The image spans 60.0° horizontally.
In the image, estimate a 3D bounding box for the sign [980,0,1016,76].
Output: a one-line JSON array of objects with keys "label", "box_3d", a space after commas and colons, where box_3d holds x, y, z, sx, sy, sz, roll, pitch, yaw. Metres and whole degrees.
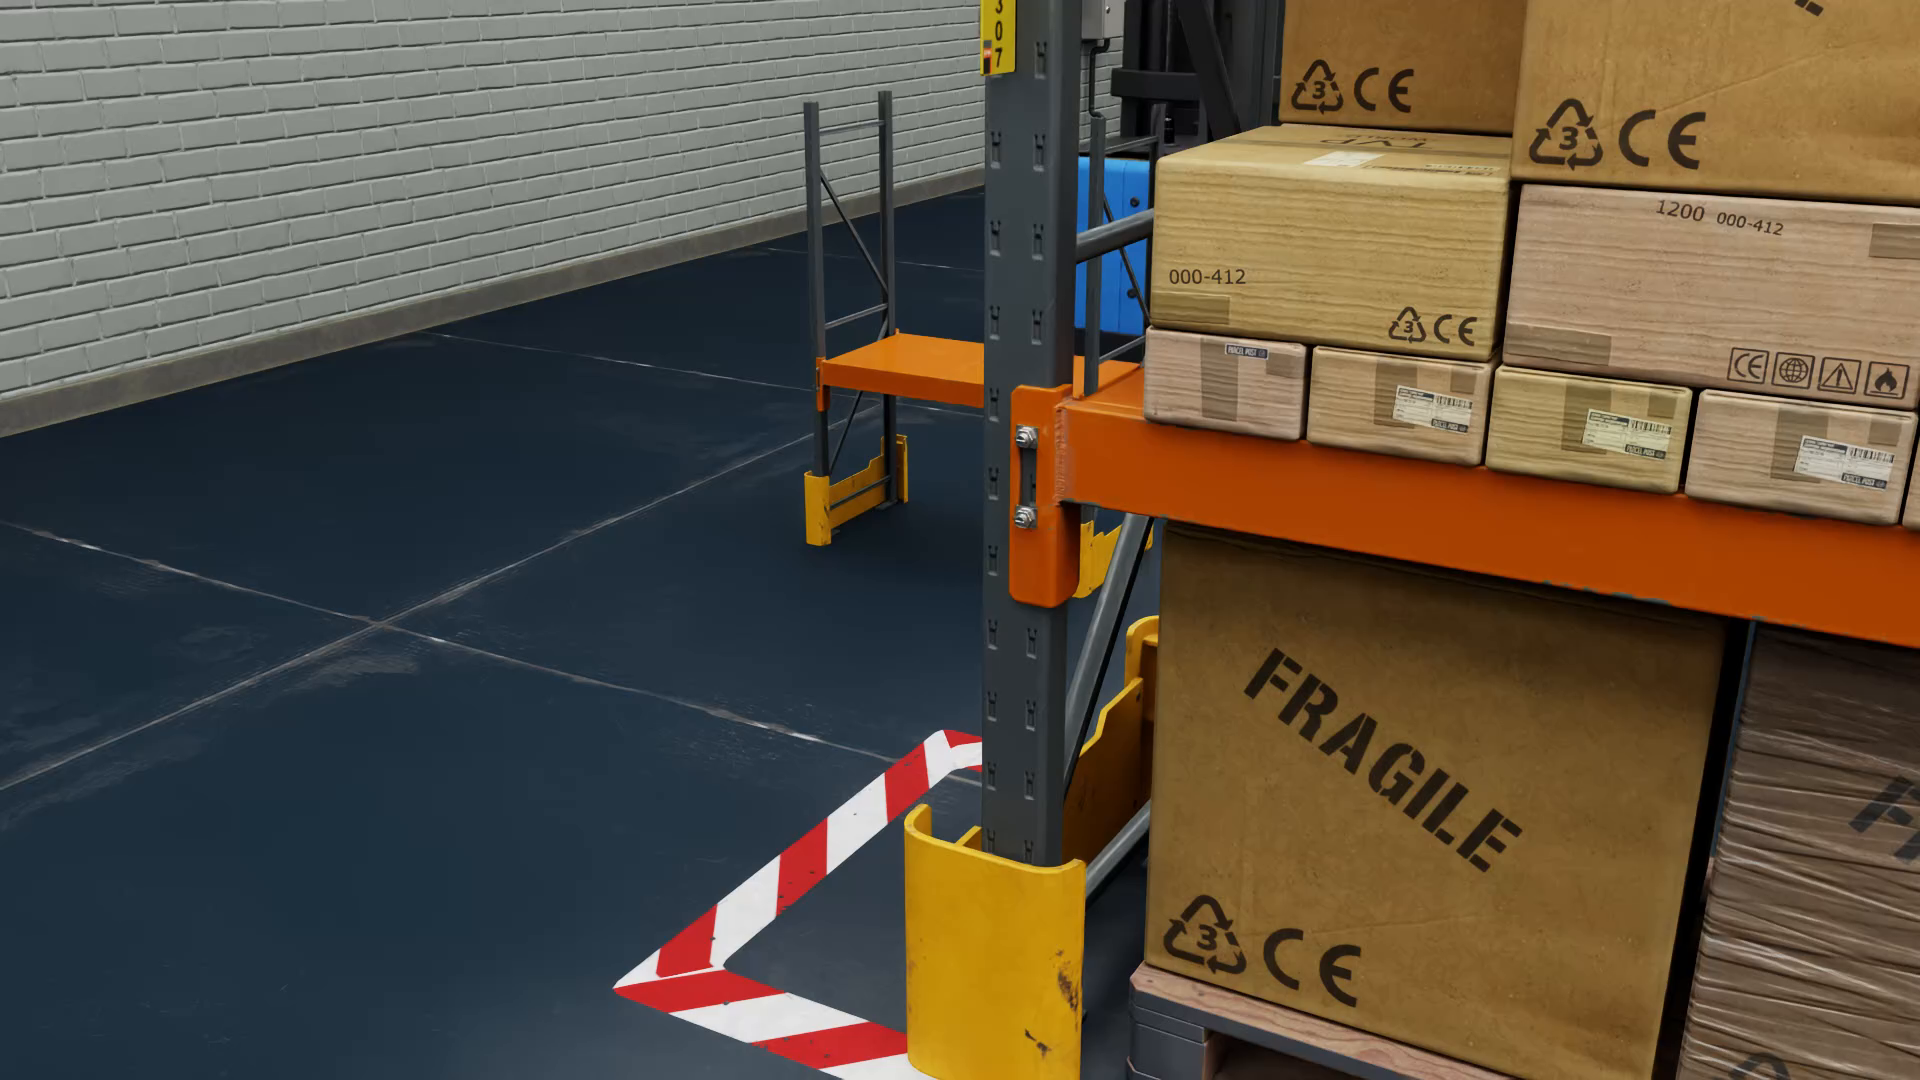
[{"label": "sign", "box_3d": [0.056, -0.844, 2.407, 0.005, 0.325, 0.100, 11, 23, 27]}]

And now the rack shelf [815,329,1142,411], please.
[{"label": "rack shelf", "box_3d": [0.074, -0.522, 5.632, 1.000, 0.185, 0.538, 11, 23, 27]}]

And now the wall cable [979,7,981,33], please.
[{"label": "wall cable", "box_3d": [0.231, -4.937, 13.541, 0.123, 1.953, 0.585, 11, 23, 27]}]

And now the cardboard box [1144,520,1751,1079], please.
[{"label": "cardboard box", "box_3d": [0.930, 0.320, 3.084, 0.875, 0.875, 0.875, 11, 23, 27]}]

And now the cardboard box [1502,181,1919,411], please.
[{"label": "cardboard box", "box_3d": [1.076, -0.389, 2.321, 0.500, 0.250, 0.500, 10, 22, 27]}]

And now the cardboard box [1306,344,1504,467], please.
[{"label": "cardboard box", "box_3d": [0.706, -0.246, 2.514, 0.250, 0.149, 0.380, 10, 22, 27]}]

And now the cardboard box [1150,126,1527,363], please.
[{"label": "cardboard box", "box_3d": [0.619, -0.473, 2.554, 0.500, 0.250, 0.500, 10, 22, 26]}]

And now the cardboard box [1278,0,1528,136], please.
[{"label": "cardboard box", "box_3d": [0.885, -0.983, 2.860, 0.500, 0.500, 0.500, 11, 23, 28]}]

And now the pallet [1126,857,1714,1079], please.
[{"label": "pallet", "box_3d": [1.068, 0.857, 3.194, 1.213, 0.211, 1.003, 11, 23, 27]}]

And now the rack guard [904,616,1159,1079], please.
[{"label": "rack guard", "box_3d": [0.311, 0.607, 3.458, 0.348, 0.500, 1.175, 11, 23, 27]}]

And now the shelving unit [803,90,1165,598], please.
[{"label": "shelving unit", "box_3d": [0.067, -0.692, 5.574, 1.083, 1.500, 0.587, 11, 23, 27]}]

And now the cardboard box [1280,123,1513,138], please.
[{"label": "cardboard box", "box_3d": [0.884, -0.632, 2.992, 0.500, 0.250, 0.500, 10, 22, 26]}]

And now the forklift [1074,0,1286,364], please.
[{"label": "forklift", "box_3d": [1.501, -2.460, 8.348, 1.130, 2.935, 3.031, 12, 23, 29]}]

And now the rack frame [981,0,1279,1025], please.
[{"label": "rack frame", "box_3d": [0.332, -0.564, 3.021, 0.127, 3.000, 1.000, 11, 23, 27]}]

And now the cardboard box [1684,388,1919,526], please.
[{"label": "cardboard box", "box_3d": [1.158, -0.161, 2.278, 0.250, 0.149, 0.380, 10, 22, 26]}]

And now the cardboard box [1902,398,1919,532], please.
[{"label": "cardboard box", "box_3d": [1.379, -0.118, 2.161, 0.250, 0.149, 0.380, 10, 22, 26]}]

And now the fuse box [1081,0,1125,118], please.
[{"label": "fuse box", "box_3d": [1.383, -4.440, 15.597, 0.414, 1.711, 0.539, 11, 23, 27]}]

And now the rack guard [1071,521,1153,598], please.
[{"label": "rack guard", "box_3d": [0.501, -0.022, 5.559, 0.087, 0.250, 0.587, 11, 23, 27]}]

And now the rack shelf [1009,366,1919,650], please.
[{"label": "rack shelf", "box_3d": [2.078, 0.107, 2.227, 4.000, 0.370, 1.077, 11, 23, 27]}]

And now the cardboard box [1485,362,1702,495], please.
[{"label": "cardboard box", "box_3d": [0.929, -0.204, 2.397, 0.250, 0.149, 0.380, 10, 22, 26]}]

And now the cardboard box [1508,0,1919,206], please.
[{"label": "cardboard box", "box_3d": [1.056, -0.742, 2.197, 0.500, 0.500, 0.500, 10, 22, 26]}]

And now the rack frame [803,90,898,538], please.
[{"label": "rack frame", "box_3d": [-0.369, -0.775, 5.803, 0.032, 1.500, 0.500, 11, 23, 27]}]

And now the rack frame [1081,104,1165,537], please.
[{"label": "rack frame", "box_3d": [0.518, -0.606, 5.337, 0.032, 1.500, 0.500, 11, 23, 27]}]

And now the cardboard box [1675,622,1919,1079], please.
[{"label": "cardboard box", "box_3d": [1.724, 0.471, 2.667, 0.875, 0.875, 0.875, 11, 23, 27]}]

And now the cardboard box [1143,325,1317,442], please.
[{"label": "cardboard box", "box_3d": [0.481, -0.289, 2.630, 0.250, 0.149, 0.380, 11, 23, 28]}]

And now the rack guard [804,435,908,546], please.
[{"label": "rack guard", "box_3d": [-0.368, -0.188, 6.016, 0.087, 0.250, 0.587, 11, 23, 27]}]
